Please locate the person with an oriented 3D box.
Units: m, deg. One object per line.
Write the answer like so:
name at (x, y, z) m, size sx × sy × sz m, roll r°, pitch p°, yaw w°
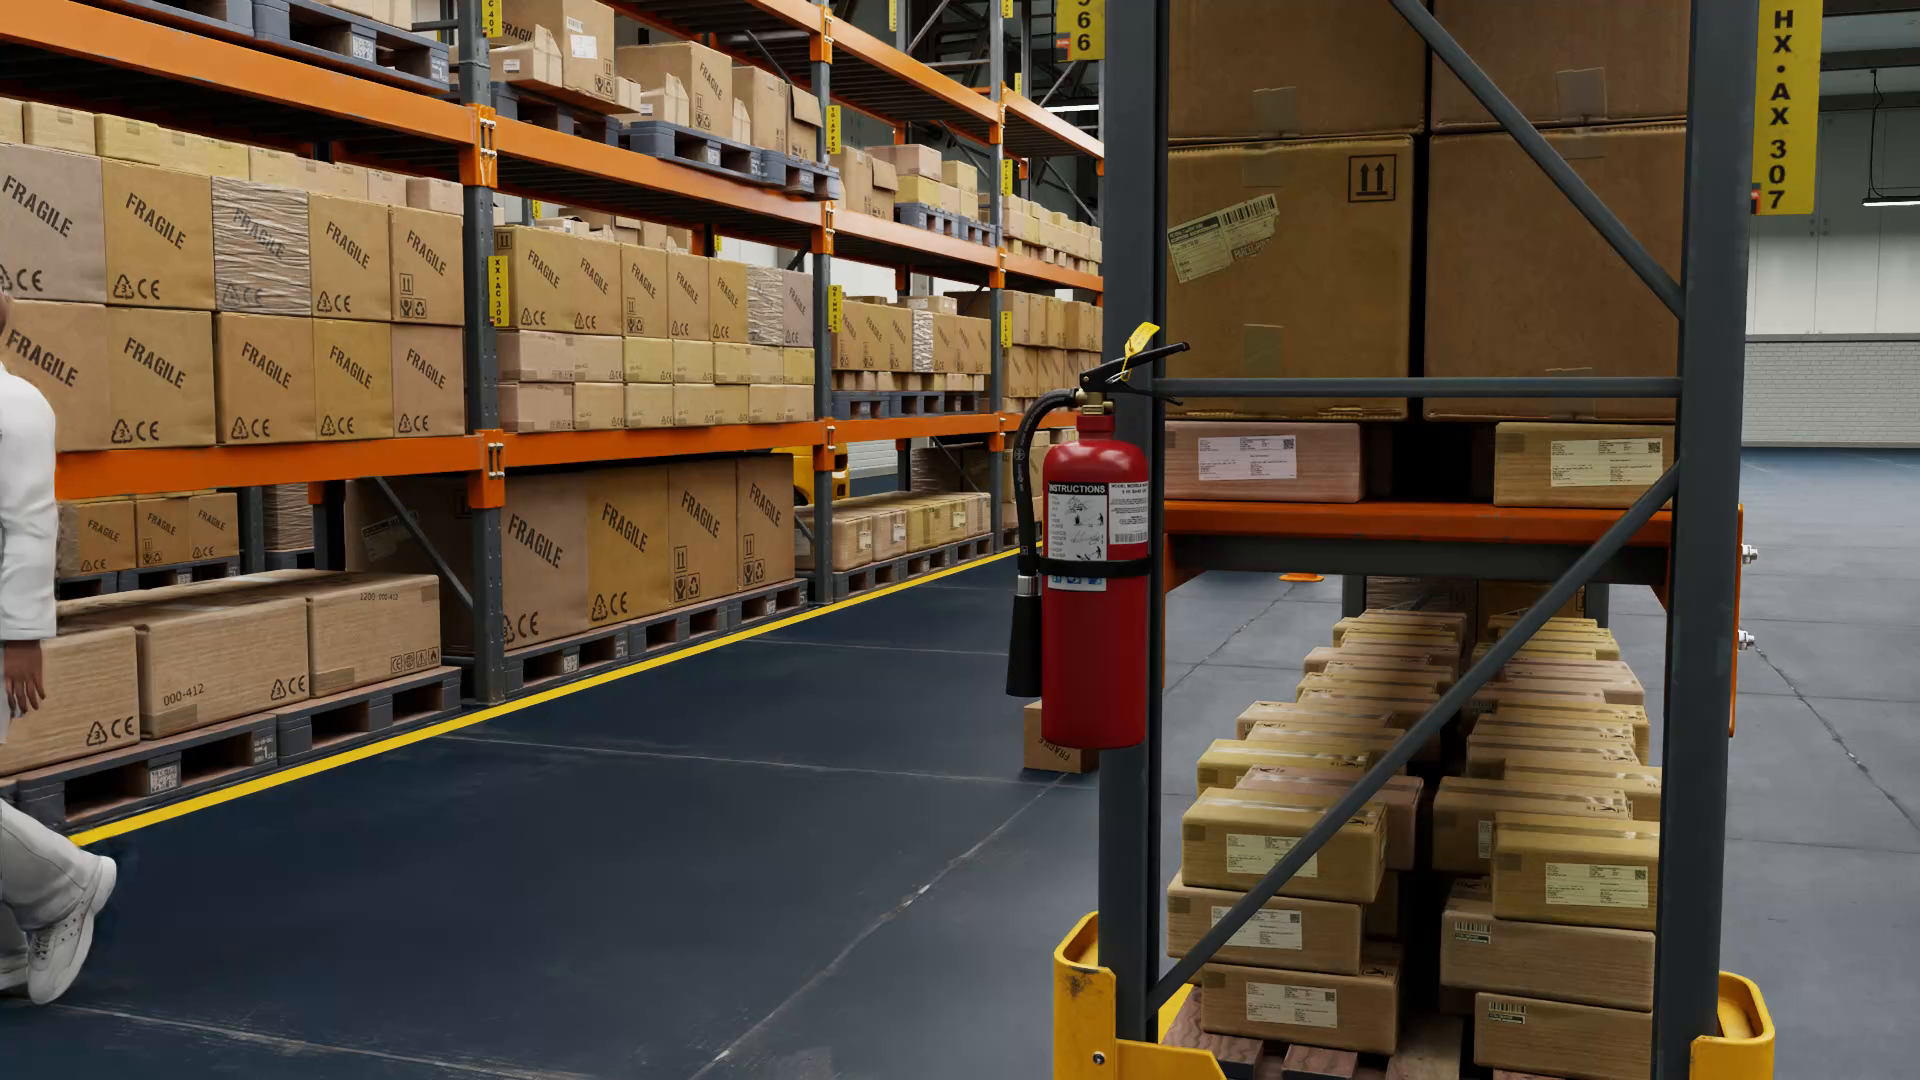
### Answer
person at (-2.390, 0.239, 3.994) m, size 0.568 × 1.782 × 0.542 m, roll 4°, pitch 7°, yaw 39°
